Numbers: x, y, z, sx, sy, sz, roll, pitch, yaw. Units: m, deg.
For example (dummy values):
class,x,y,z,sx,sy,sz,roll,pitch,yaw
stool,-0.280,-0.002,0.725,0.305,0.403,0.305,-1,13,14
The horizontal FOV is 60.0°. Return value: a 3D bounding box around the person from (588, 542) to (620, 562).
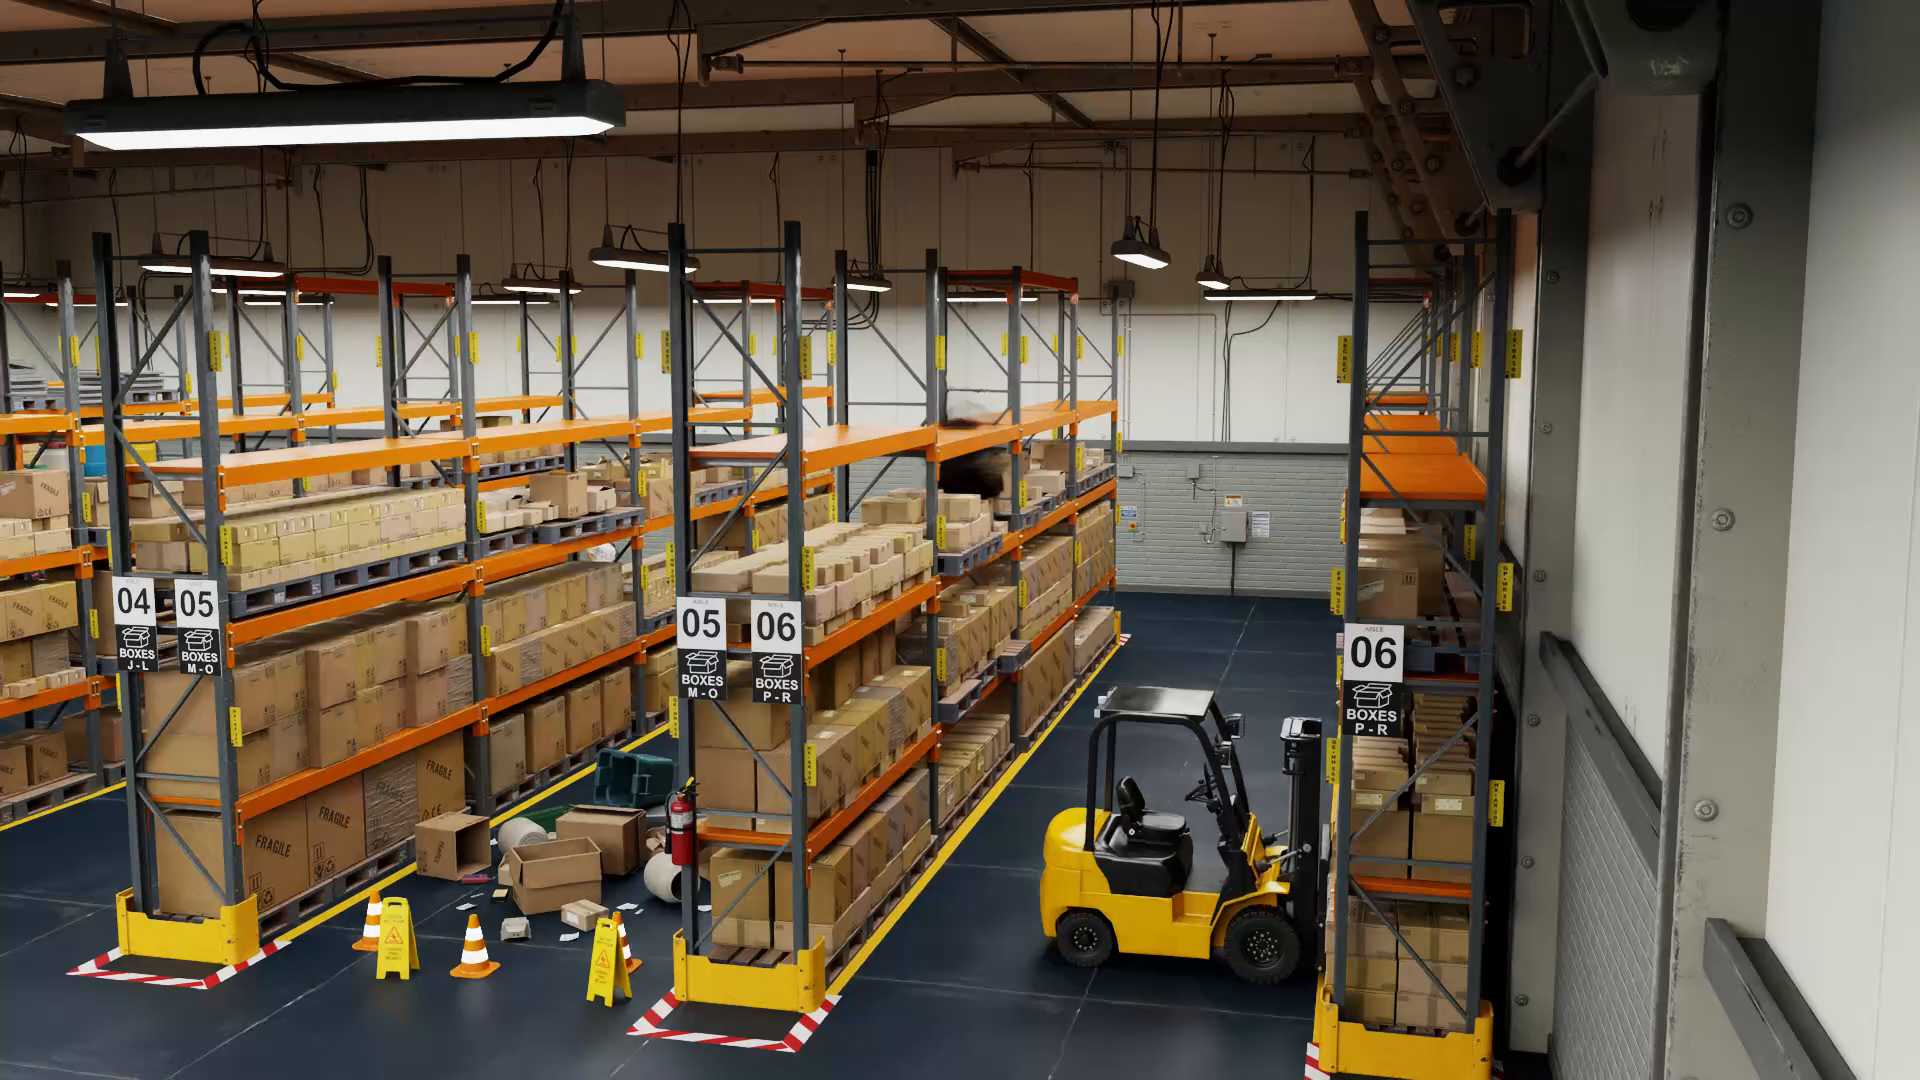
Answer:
class,x,y,z,sx,sy,sz,roll,pitch,yaw
person,-6.707,0.566,31.356,0.626,1.668,0.651,6,9,38
